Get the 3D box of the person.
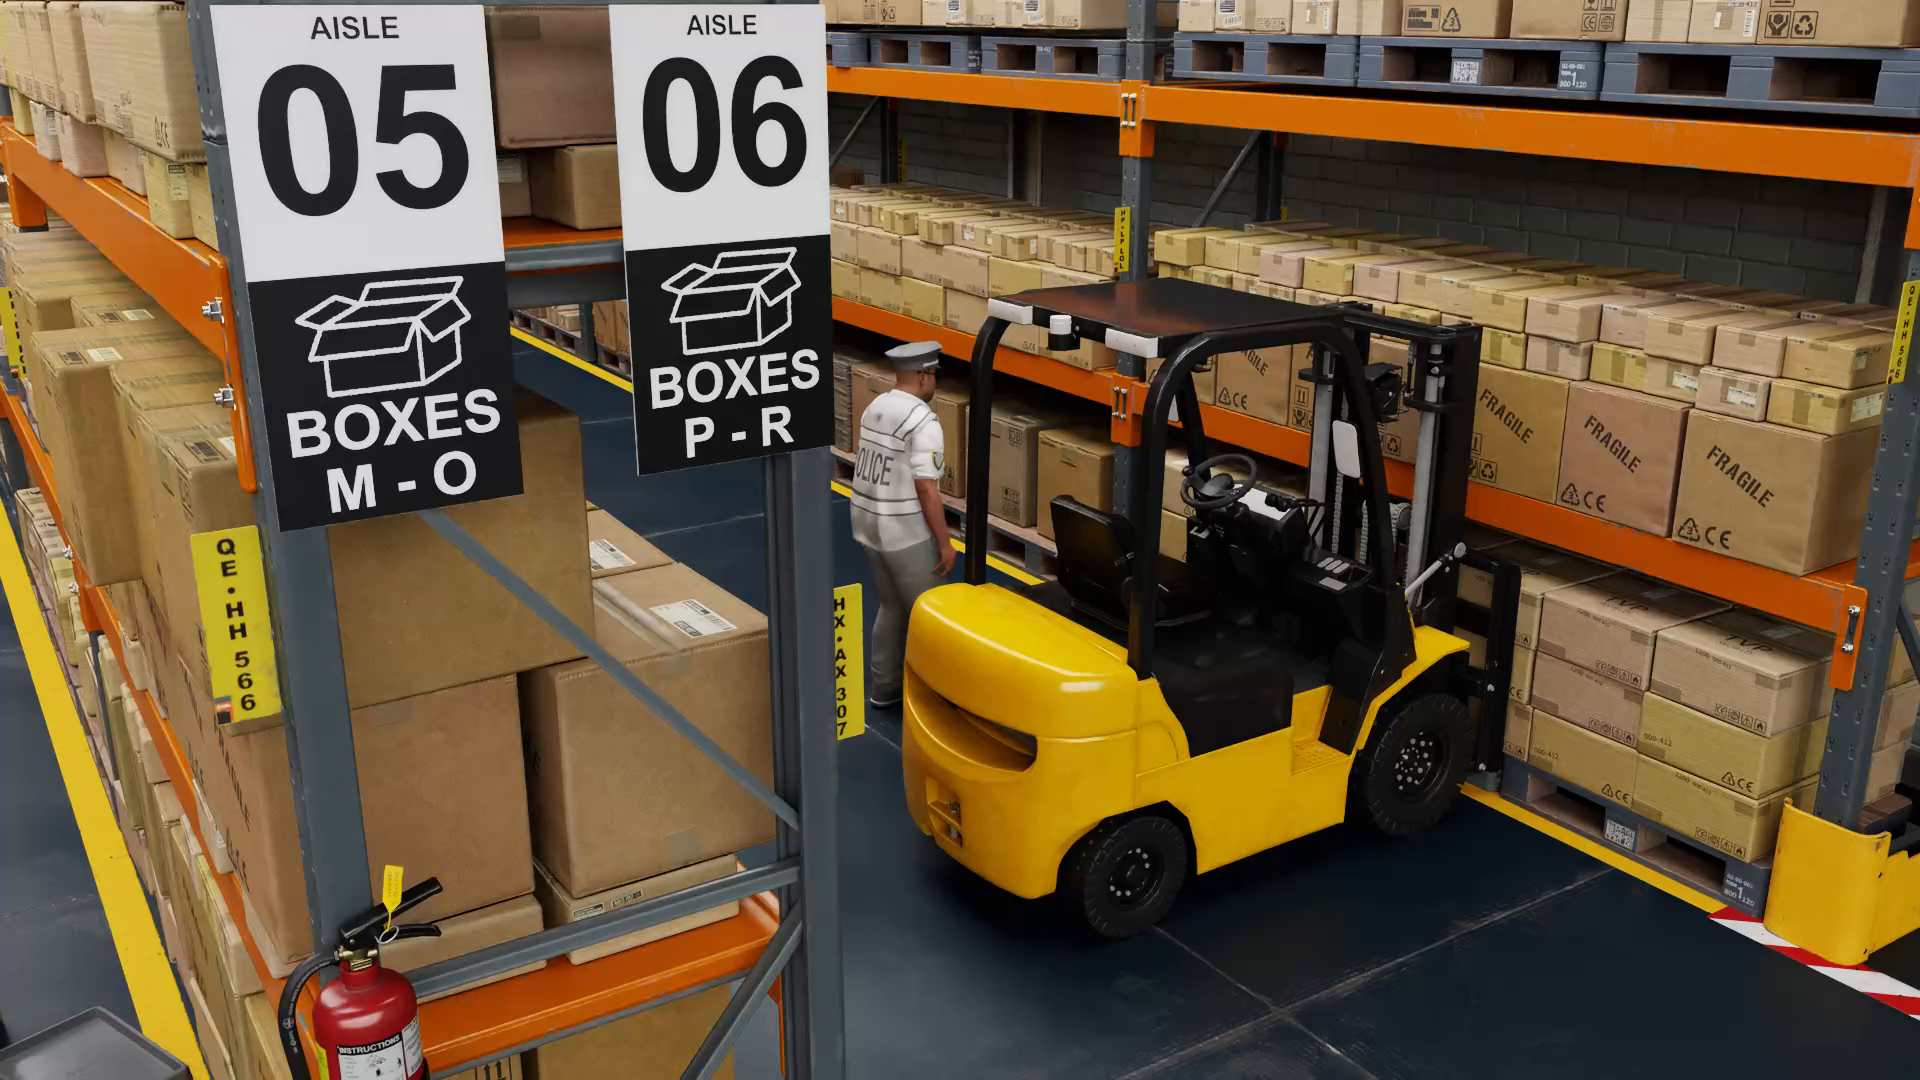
[{"bbox_3d":[-0.257,-0.027,7.626,0.433,1.748,0.595,-12,22,-33],"label":"person"}]
